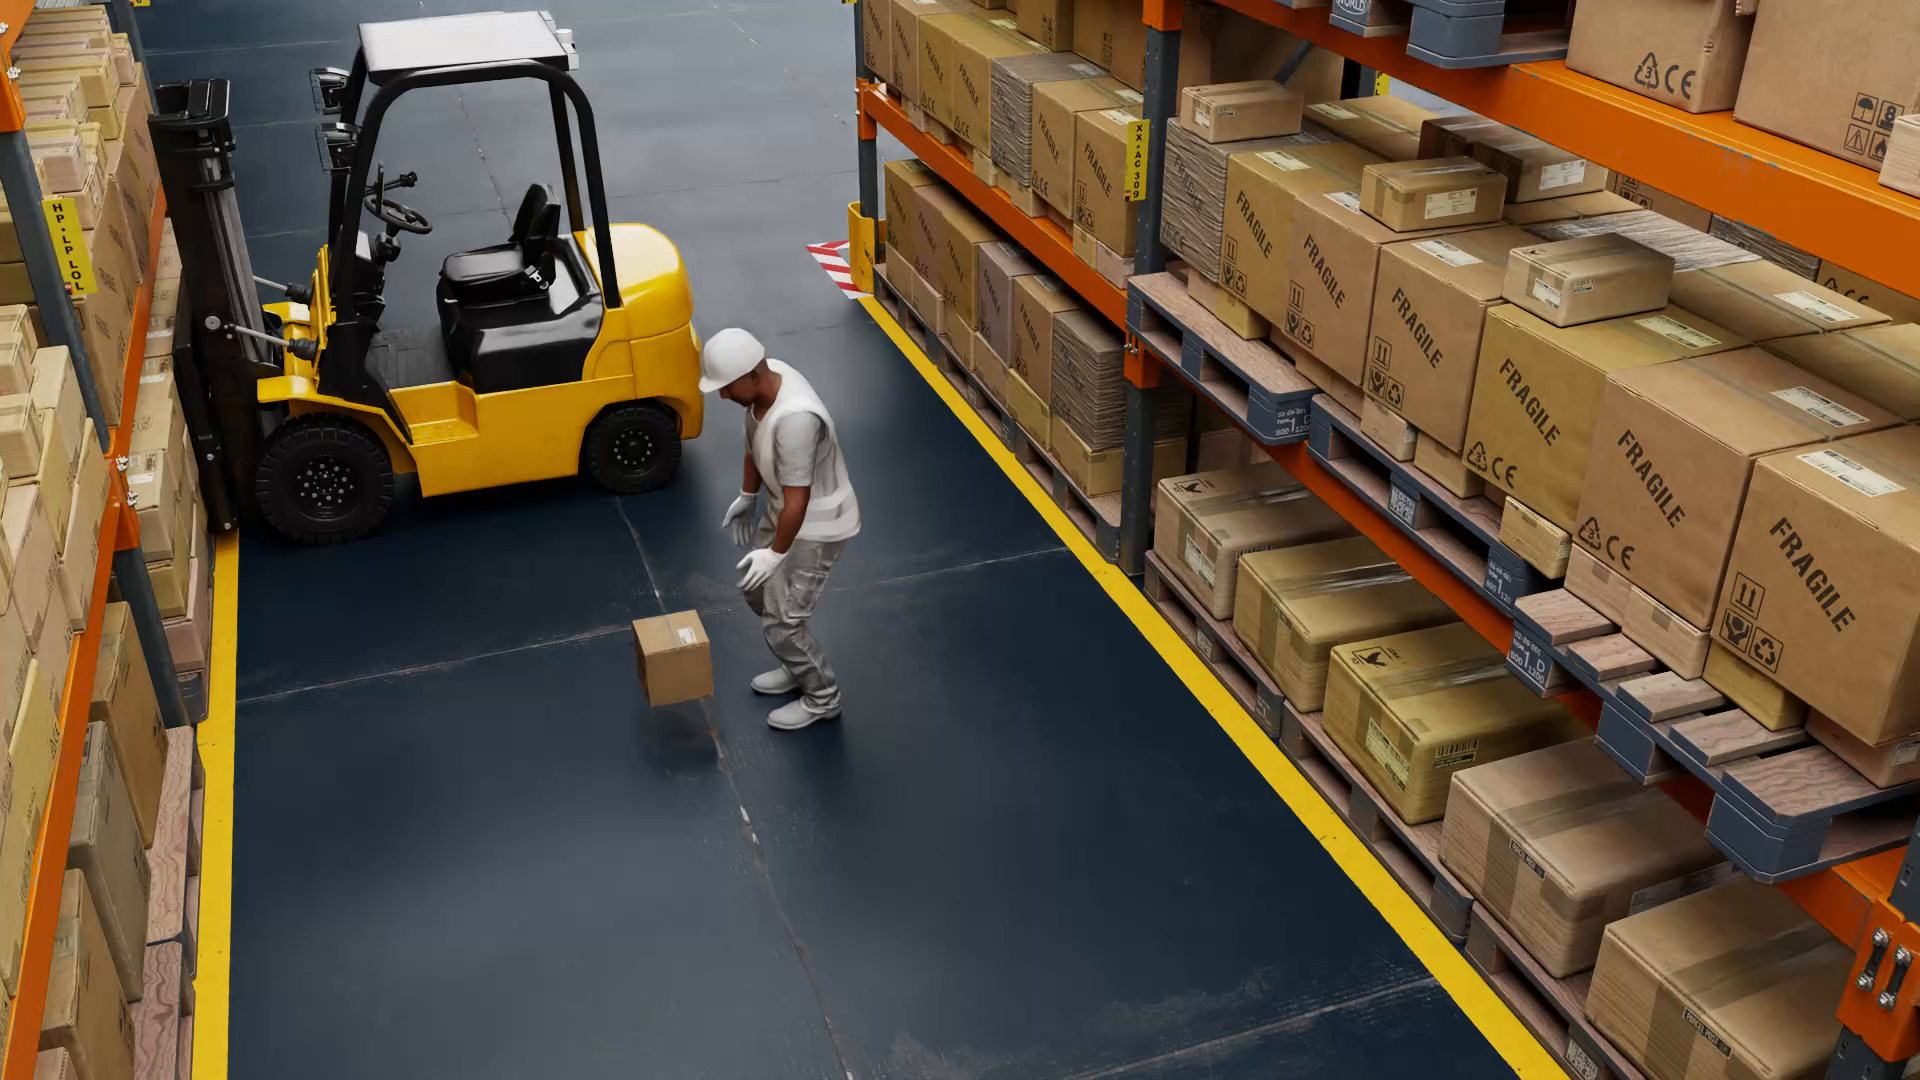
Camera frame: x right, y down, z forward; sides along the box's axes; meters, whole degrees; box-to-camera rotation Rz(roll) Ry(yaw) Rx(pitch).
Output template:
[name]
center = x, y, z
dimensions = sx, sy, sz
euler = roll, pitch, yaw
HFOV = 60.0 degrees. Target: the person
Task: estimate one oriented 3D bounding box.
[person]
center = -0.664, -0.046, 6.313
dimensions = 0.561, 1.663, 0.591
euler = -10, 31, -17
